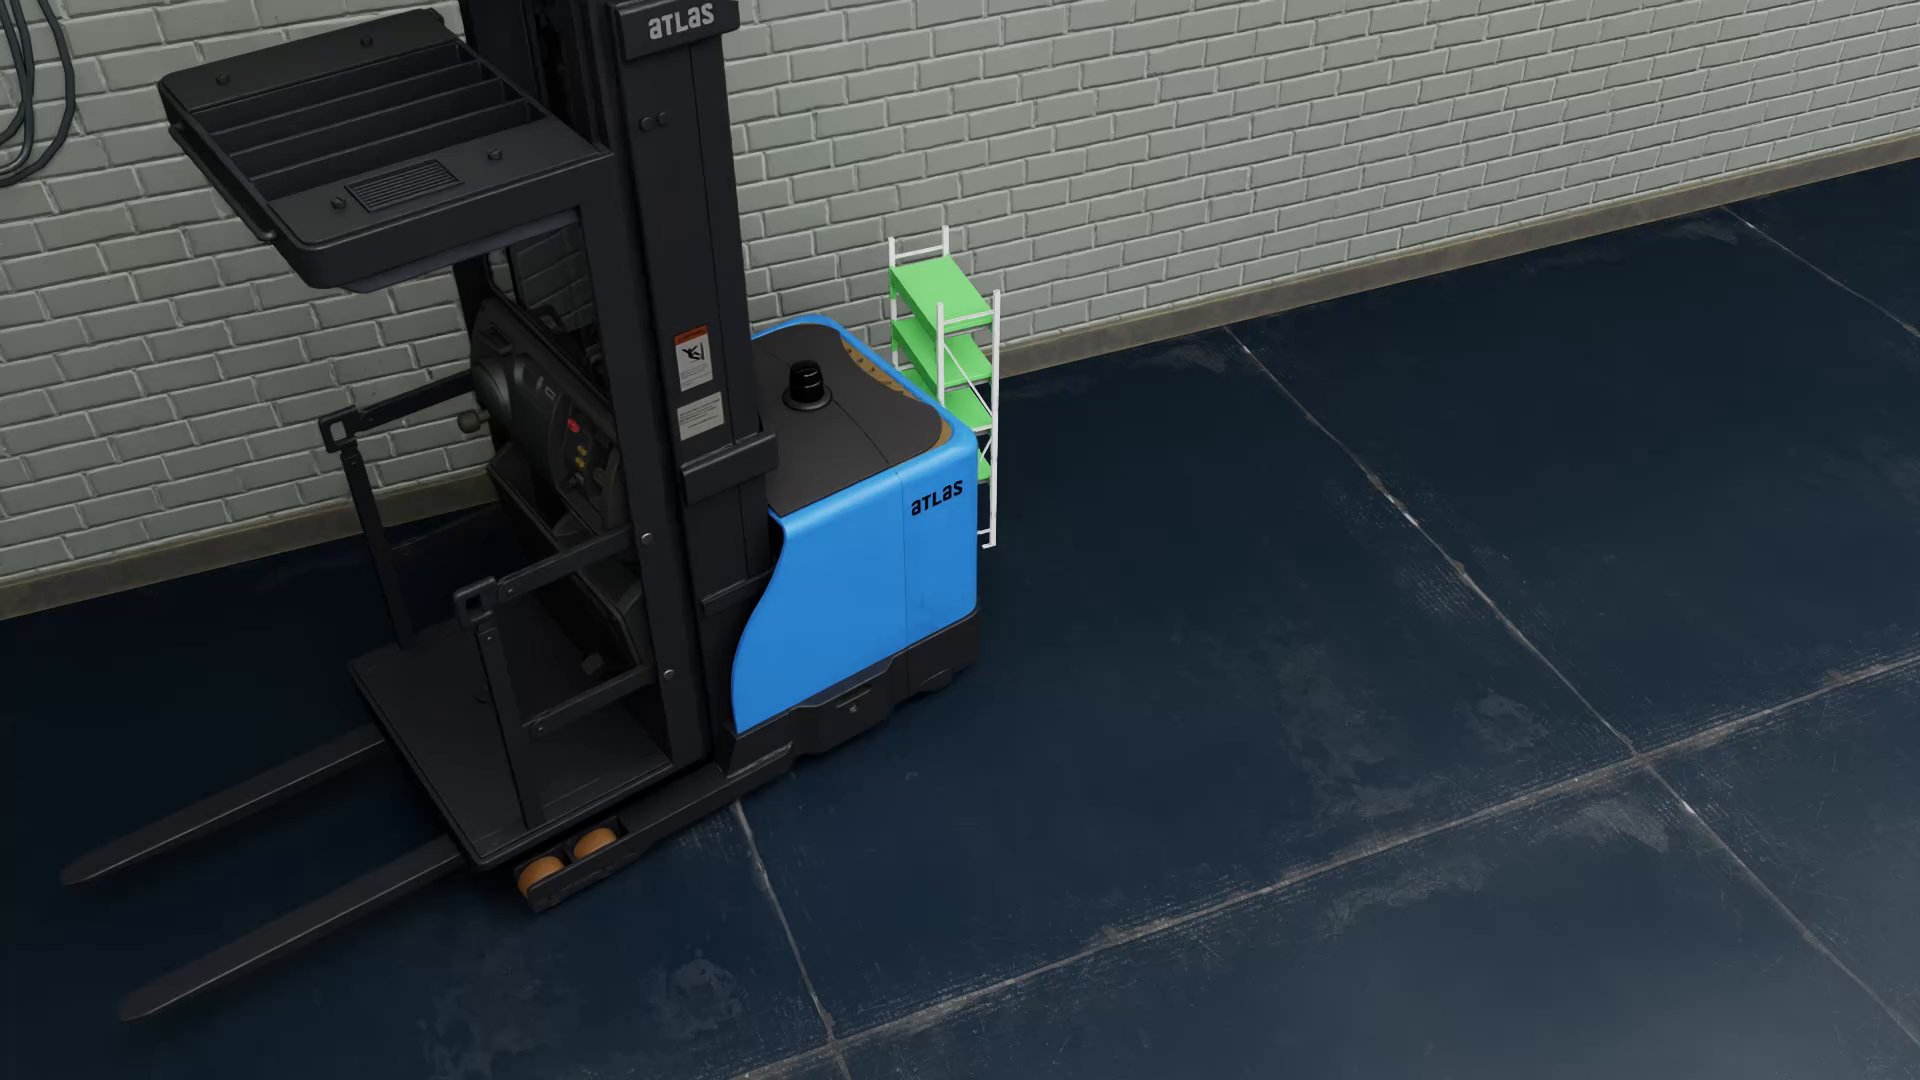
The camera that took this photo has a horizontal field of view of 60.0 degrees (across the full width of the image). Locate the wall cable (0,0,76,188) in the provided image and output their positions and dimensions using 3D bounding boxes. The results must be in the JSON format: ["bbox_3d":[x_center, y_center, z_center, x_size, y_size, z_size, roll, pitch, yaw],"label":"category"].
[{"bbox_3d":[-4.245,-1.763,4.280,3.097,2.526,0.112,-15,43,-17],"label":"wall cable"}]

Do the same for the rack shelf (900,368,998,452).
[{"bbox_3d":[-0.063,-0.506,6.516,0.258,0.148,0.480,-15,43,-17],"label":"rack shelf"}]

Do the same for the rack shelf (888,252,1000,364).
[{"bbox_3d":[-0.063,-0.870,6.203,0.258,0.148,0.480,-15,43,-17],"label":"rack shelf"}]

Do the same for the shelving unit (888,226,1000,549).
[{"bbox_3d":[-0.063,-0.555,6.475,0.258,1.200,0.503,-15,43,-17],"label":"shelving unit"}]

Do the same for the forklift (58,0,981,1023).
[{"bbox_3d":[-1.408,-0.318,4.872,3.031,2.935,1.130,-26,47,-27],"label":"forklift"}]

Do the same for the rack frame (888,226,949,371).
[{"bbox_3d":[-0.157,-0.702,6.646,0.240,1.200,0.015,-15,43,-17],"label":"rack frame"}]

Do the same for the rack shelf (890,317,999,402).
[{"bbox_3d":[-0.063,-0.688,6.360,0.258,0.148,0.480,-15,43,-17],"label":"rack shelf"}]

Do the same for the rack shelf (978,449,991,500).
[{"bbox_3d":[-0.063,-0.324,6.673,0.258,0.148,0.480,-15,43,-17],"label":"rack shelf"}]

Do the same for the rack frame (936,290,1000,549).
[{"bbox_3d":[0.030,-0.408,6.304,0.240,1.200,0.015,-15,43,-17],"label":"rack frame"}]
